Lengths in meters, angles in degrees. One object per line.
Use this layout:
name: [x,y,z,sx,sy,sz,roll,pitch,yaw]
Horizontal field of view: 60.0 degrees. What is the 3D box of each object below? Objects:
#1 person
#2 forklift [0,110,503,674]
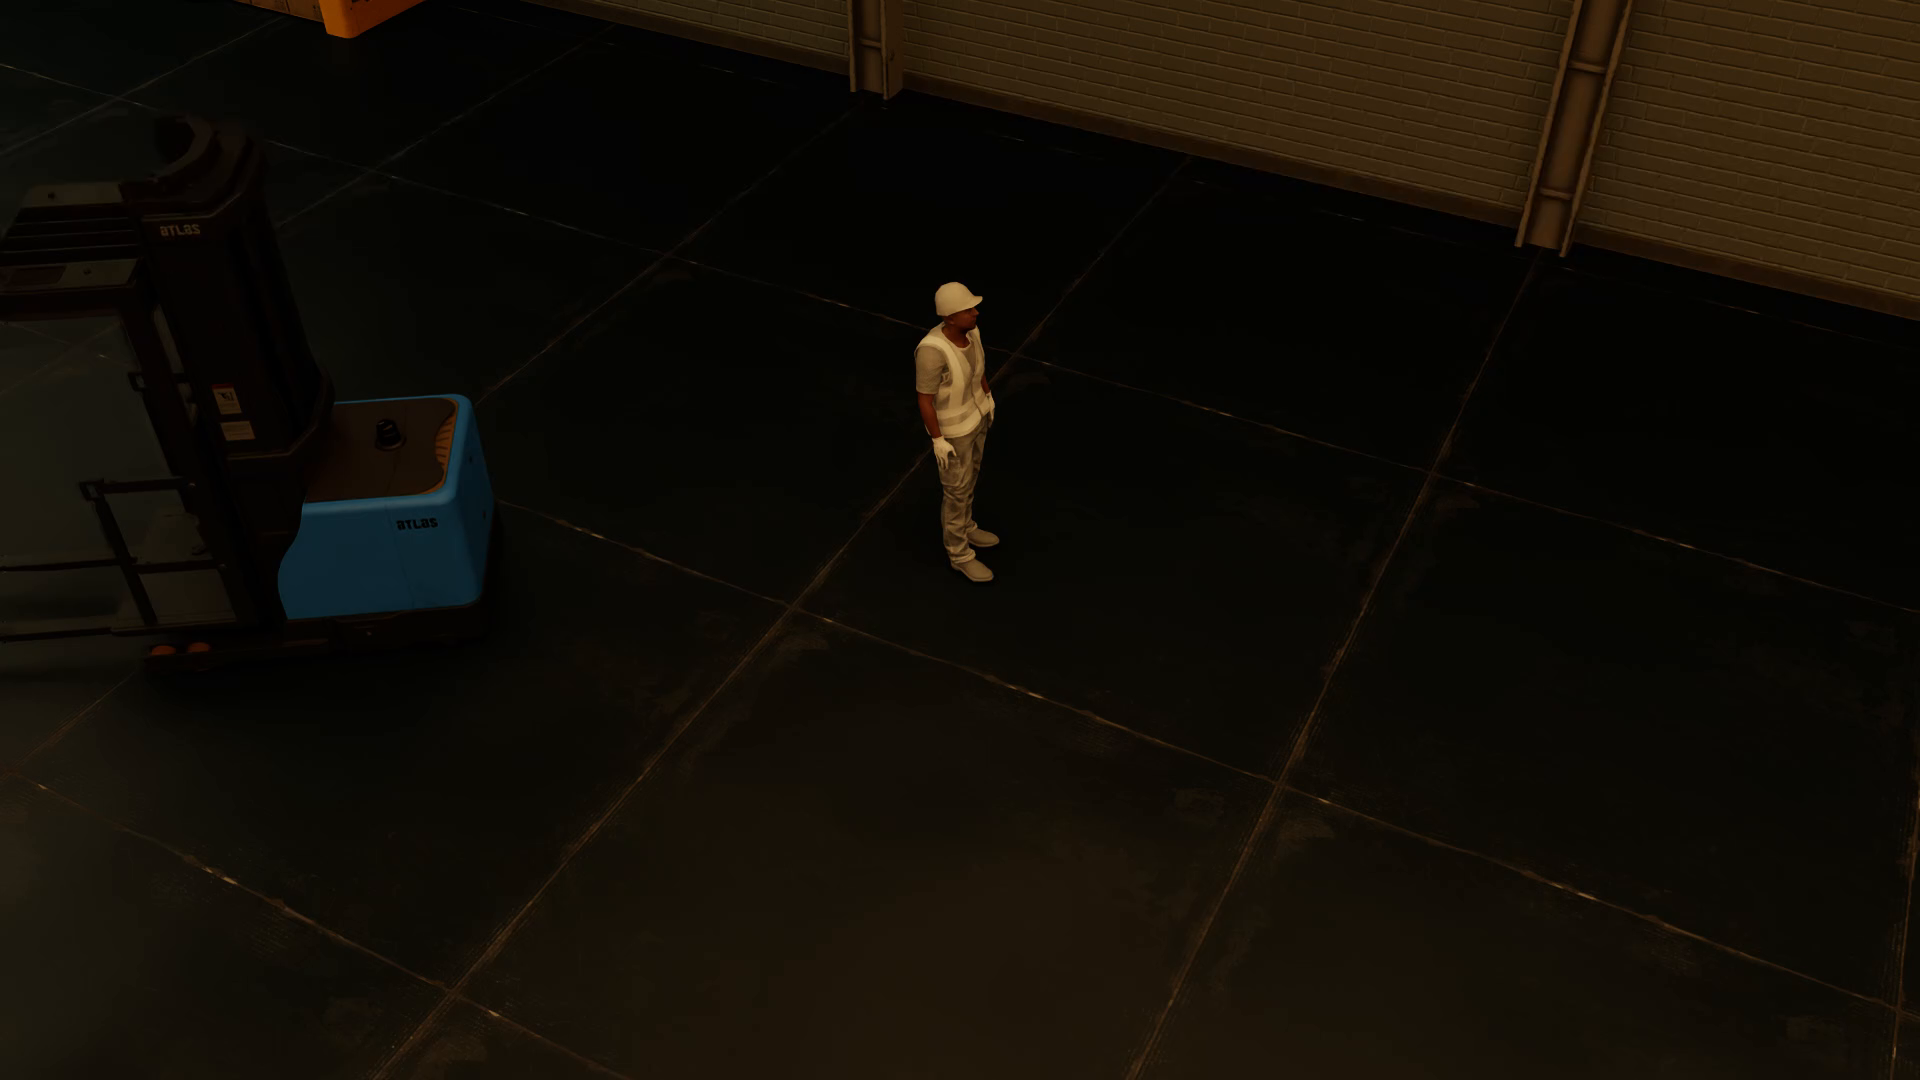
person: [0.059,-0.661,9.651,0.577,1.782,0.656,18,43,21]
forklift: [-4.255,-0.729,8.852,3.031,2.935,1.130,-5,40,-6]
